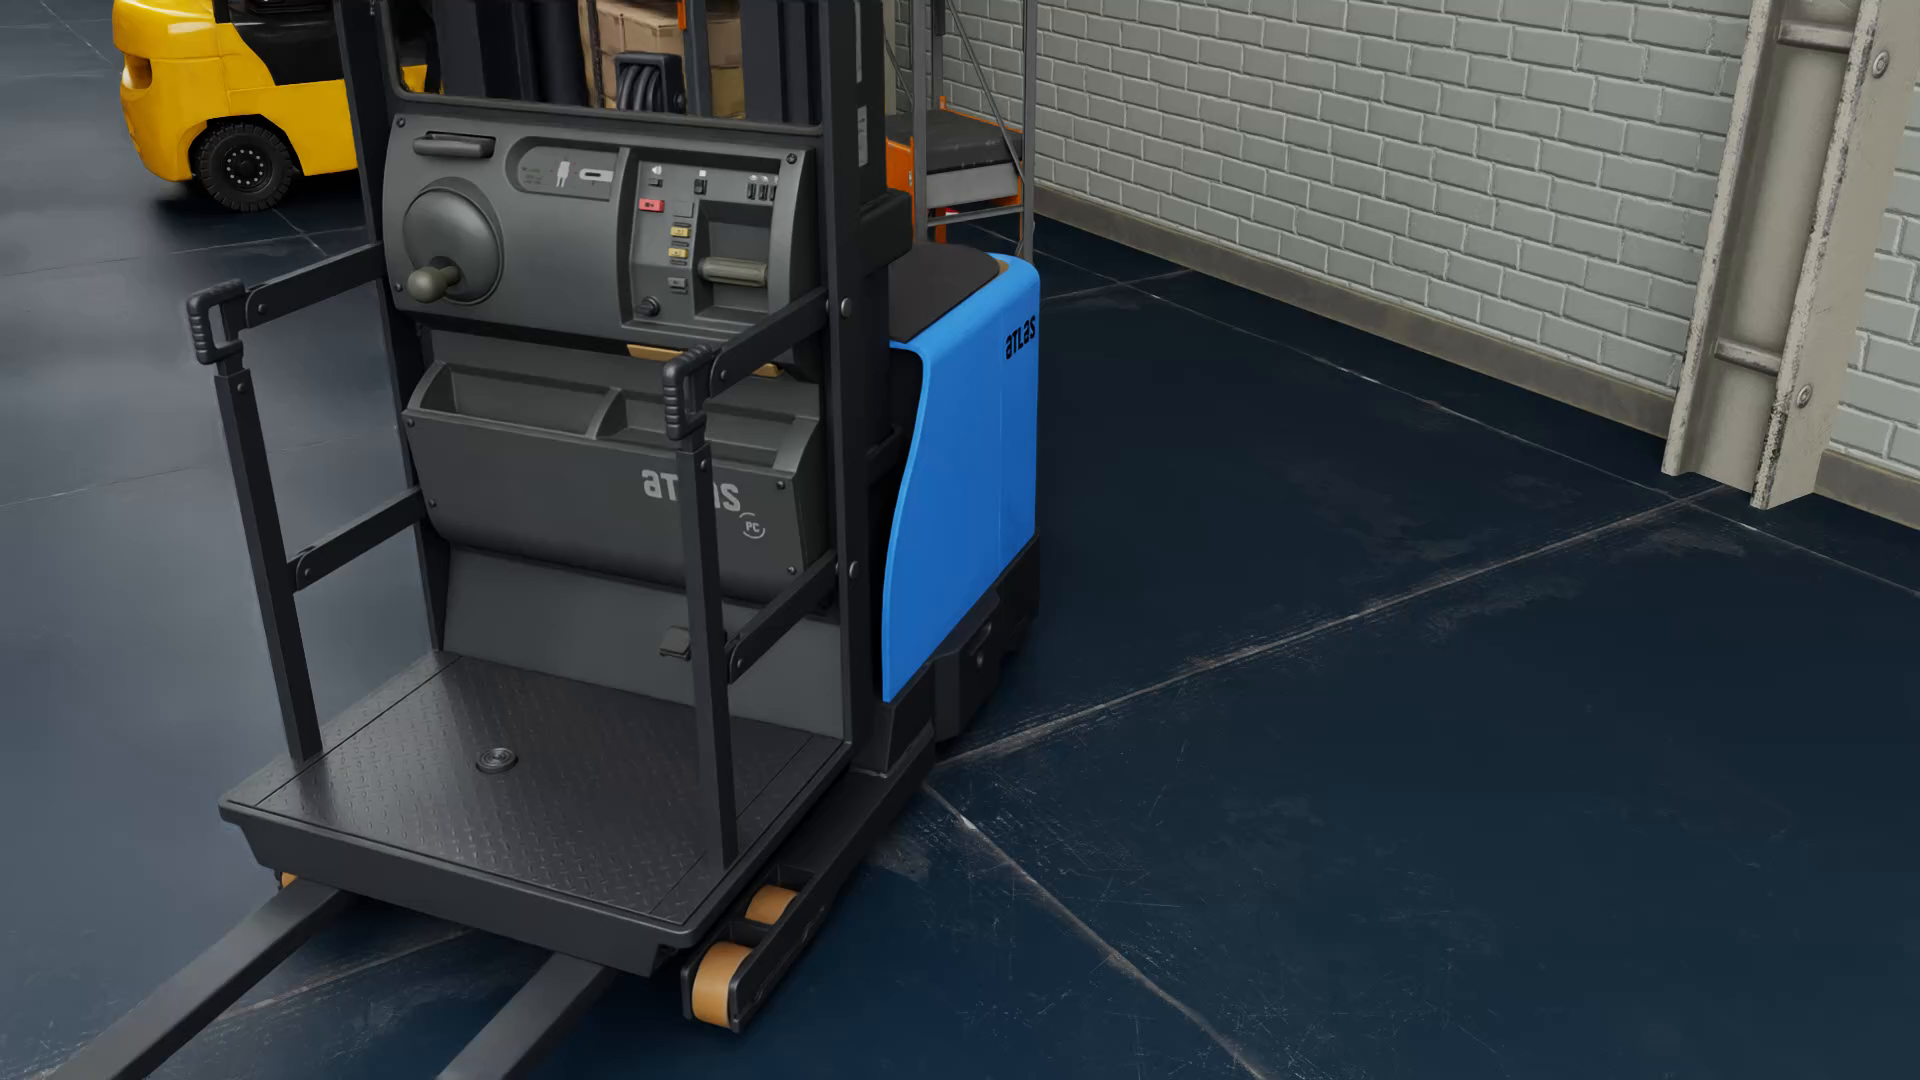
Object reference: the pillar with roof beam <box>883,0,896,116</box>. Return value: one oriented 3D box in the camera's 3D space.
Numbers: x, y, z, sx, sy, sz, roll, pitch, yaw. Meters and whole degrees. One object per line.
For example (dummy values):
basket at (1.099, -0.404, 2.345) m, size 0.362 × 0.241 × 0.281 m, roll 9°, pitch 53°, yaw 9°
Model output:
pillar with roof beam at (-4.223, -5.417, 6.183) m, size 9.100 × 9.000 × 0.400 m, roll -16°, pitch 29°, yaw -30°

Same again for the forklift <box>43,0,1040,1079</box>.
forklift at (-0.704, -0.684, 3.266) m, size 1.130 × 2.935 × 3.560 m, roll 10°, pitch 27°, yaw 20°

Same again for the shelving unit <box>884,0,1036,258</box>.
shelving unit at (-0.092, -1.010, 4.929) m, size 0.431 × 2.100 × 0.499 m, roll -16°, pitch 29°, yaw -30°

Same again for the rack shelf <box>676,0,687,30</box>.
rack shelf at (-2.083, -3.638, 10.285) m, size 1.077 × 0.370 × 4.000 m, roll -16°, pitch 29°, yaw -30°

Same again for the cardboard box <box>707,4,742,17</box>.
cardboard box at (-1.095, -2.863, 9.358) m, size 0.500 × 0.250 × 0.500 m, roll -16°, pitch 30°, yaw -30°

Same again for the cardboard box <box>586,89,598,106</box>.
cardboard box at (-2.041, -2.650, 10.079) m, size 0.500 × 0.250 × 0.500 m, roll -15°, pitch 29°, yaw -29°

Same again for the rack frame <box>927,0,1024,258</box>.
rack frame at (0.044, -0.922, 4.743) m, size 0.380 × 1.831 × 0.006 m, roll -16°, pitch 29°, yaw -30°

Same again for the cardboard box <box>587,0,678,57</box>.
cardboard box at (-1.787, -2.920, 9.479) m, size 0.500 × 0.250 × 0.500 m, roll -15°, pitch 29°, yaw -29°

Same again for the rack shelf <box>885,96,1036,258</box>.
rack shelf at (-0.090, -0.996, 4.933) m, size 0.431 × 0.518 × 0.480 m, roll -16°, pitch 29°, yaw -30°

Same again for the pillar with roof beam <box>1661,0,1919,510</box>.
pillar with roof beam at (-0.947, -3.271, 1.637) m, size 9.100 × 9.000 × 0.400 m, roll -16°, pitch 29°, yaw -30°

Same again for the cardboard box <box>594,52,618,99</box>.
cardboard box at (-1.783, -2.704, 9.607) m, size 0.500 × 0.250 × 0.500 m, roll -16°, pitch 30°, yaw -30°

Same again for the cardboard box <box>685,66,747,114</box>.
cardboard box at (-1.519, -2.522, 9.222) m, size 0.500 × 0.250 × 0.500 m, roll -16°, pitch 30°, yaw -30°

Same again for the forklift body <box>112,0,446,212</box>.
forklift body at (-3.555, -3.117, 9.334) m, size 2.313 × 2.155 × 1.214 m, roll -16°, pitch 29°, yaw -30°

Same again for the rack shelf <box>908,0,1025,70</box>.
rack shelf at (-0.090, -1.629, 4.634) m, size 0.431 × 0.518 × 0.480 m, roll -16°, pitch 29°, yaw -30°

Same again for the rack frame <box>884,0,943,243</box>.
rack frame at (-0.224, -1.096, 5.112) m, size 0.400 × 2.100 × 0.015 m, roll -16°, pitch 29°, yaw -30°

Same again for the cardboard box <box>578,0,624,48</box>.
cardboard box at (-2.071, -3.098, 9.857) m, size 0.500 × 0.250 × 0.500 m, roll -15°, pitch 29°, yaw -29°

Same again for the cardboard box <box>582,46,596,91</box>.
cardboard box at (-2.083, -2.883, 9.988) m, size 0.500 × 0.250 × 0.500 m, roll -16°, pitch 30°, yaw -31°

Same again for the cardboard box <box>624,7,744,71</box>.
cardboard box at (-1.504, -2.739, 9.095) m, size 0.500 × 0.250 × 0.500 m, roll -14°, pitch 29°, yaw -28°
